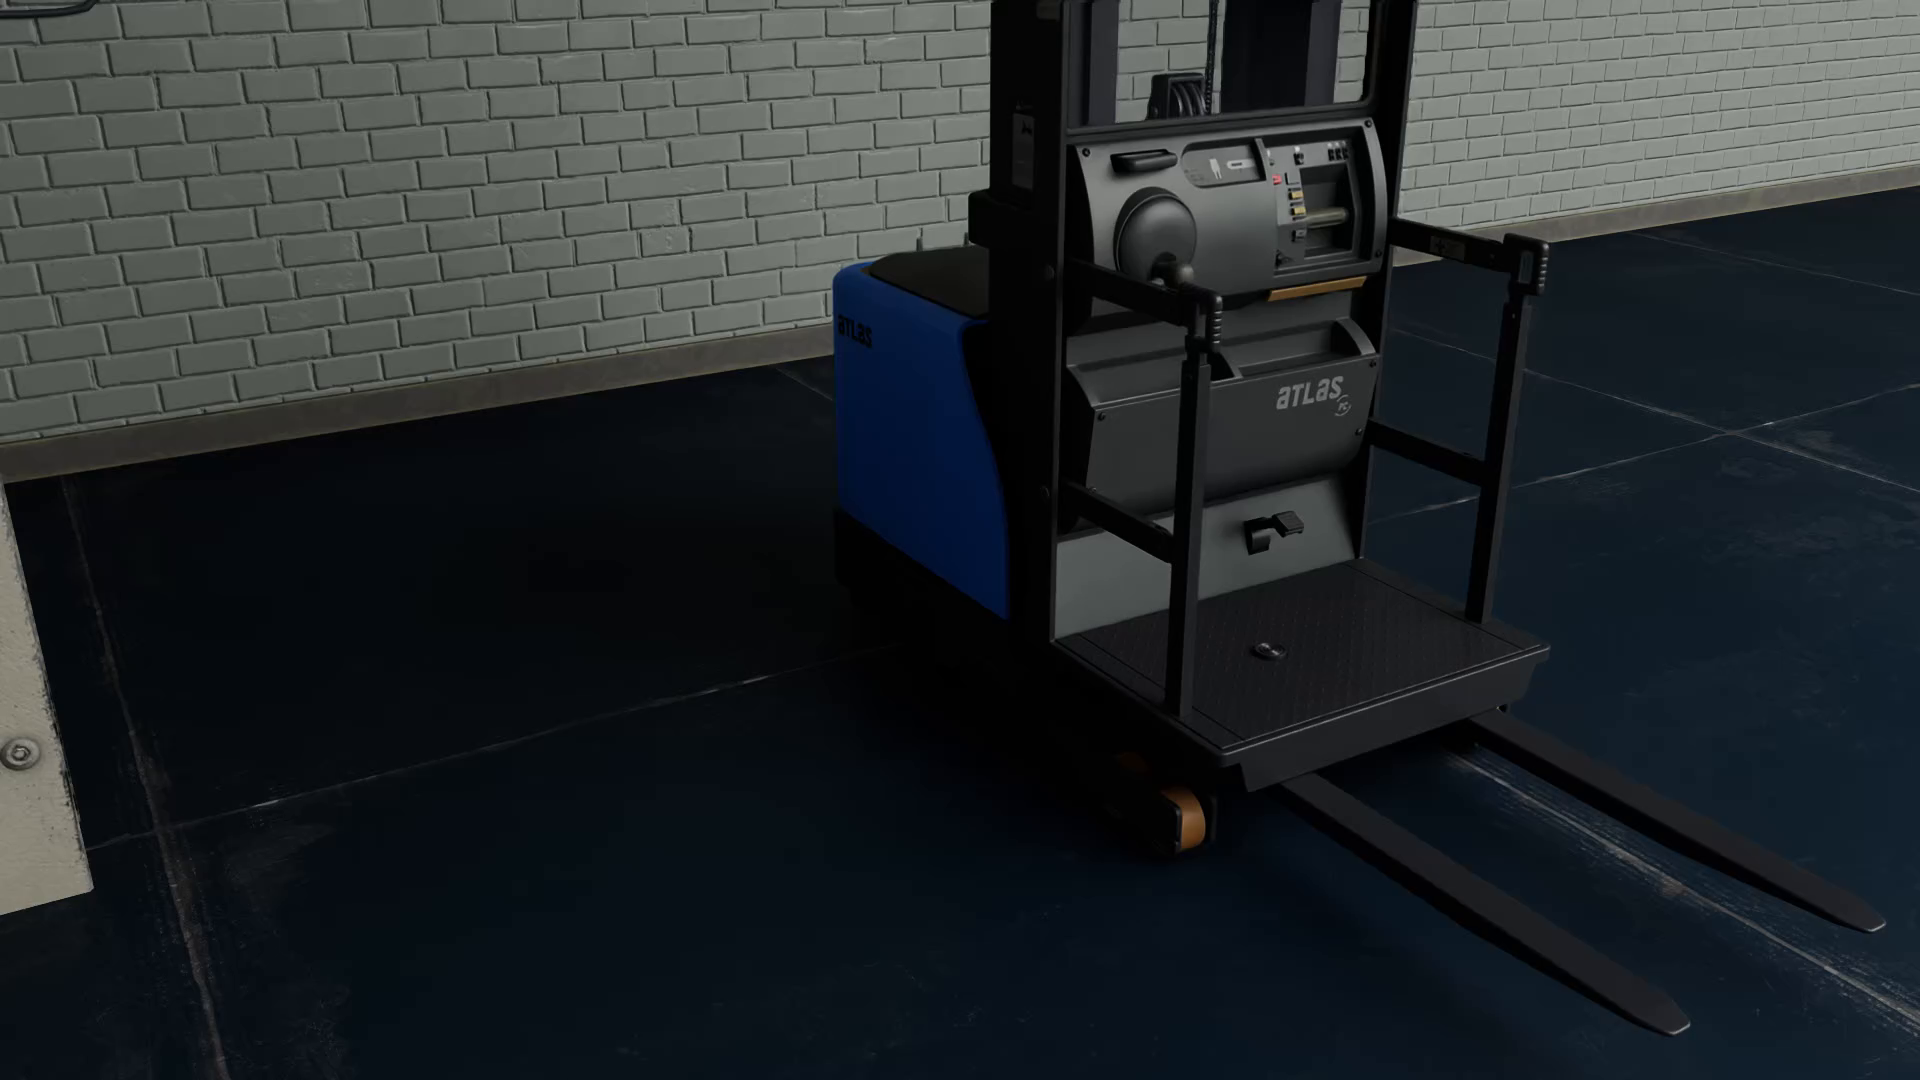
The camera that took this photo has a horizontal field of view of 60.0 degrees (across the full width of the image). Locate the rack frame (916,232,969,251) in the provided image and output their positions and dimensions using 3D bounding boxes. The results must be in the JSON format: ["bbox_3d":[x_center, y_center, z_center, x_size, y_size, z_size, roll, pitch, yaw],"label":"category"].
[{"bbox_3d":[-0.056,-0.521,5.698,0.200,1.050,0.008,-13,25,-29],"label":"rack frame"}]

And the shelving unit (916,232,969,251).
[{"bbox_3d":[0.007,-0.481,5.602,0.215,1.050,0.252,-13,25,-29],"label":"shelving unit"}]

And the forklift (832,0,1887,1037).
[{"bbox_3d":[0.792,-0.806,3.903,1.130,2.935,3.031,-13,25,-29],"label":"forklift"}]
